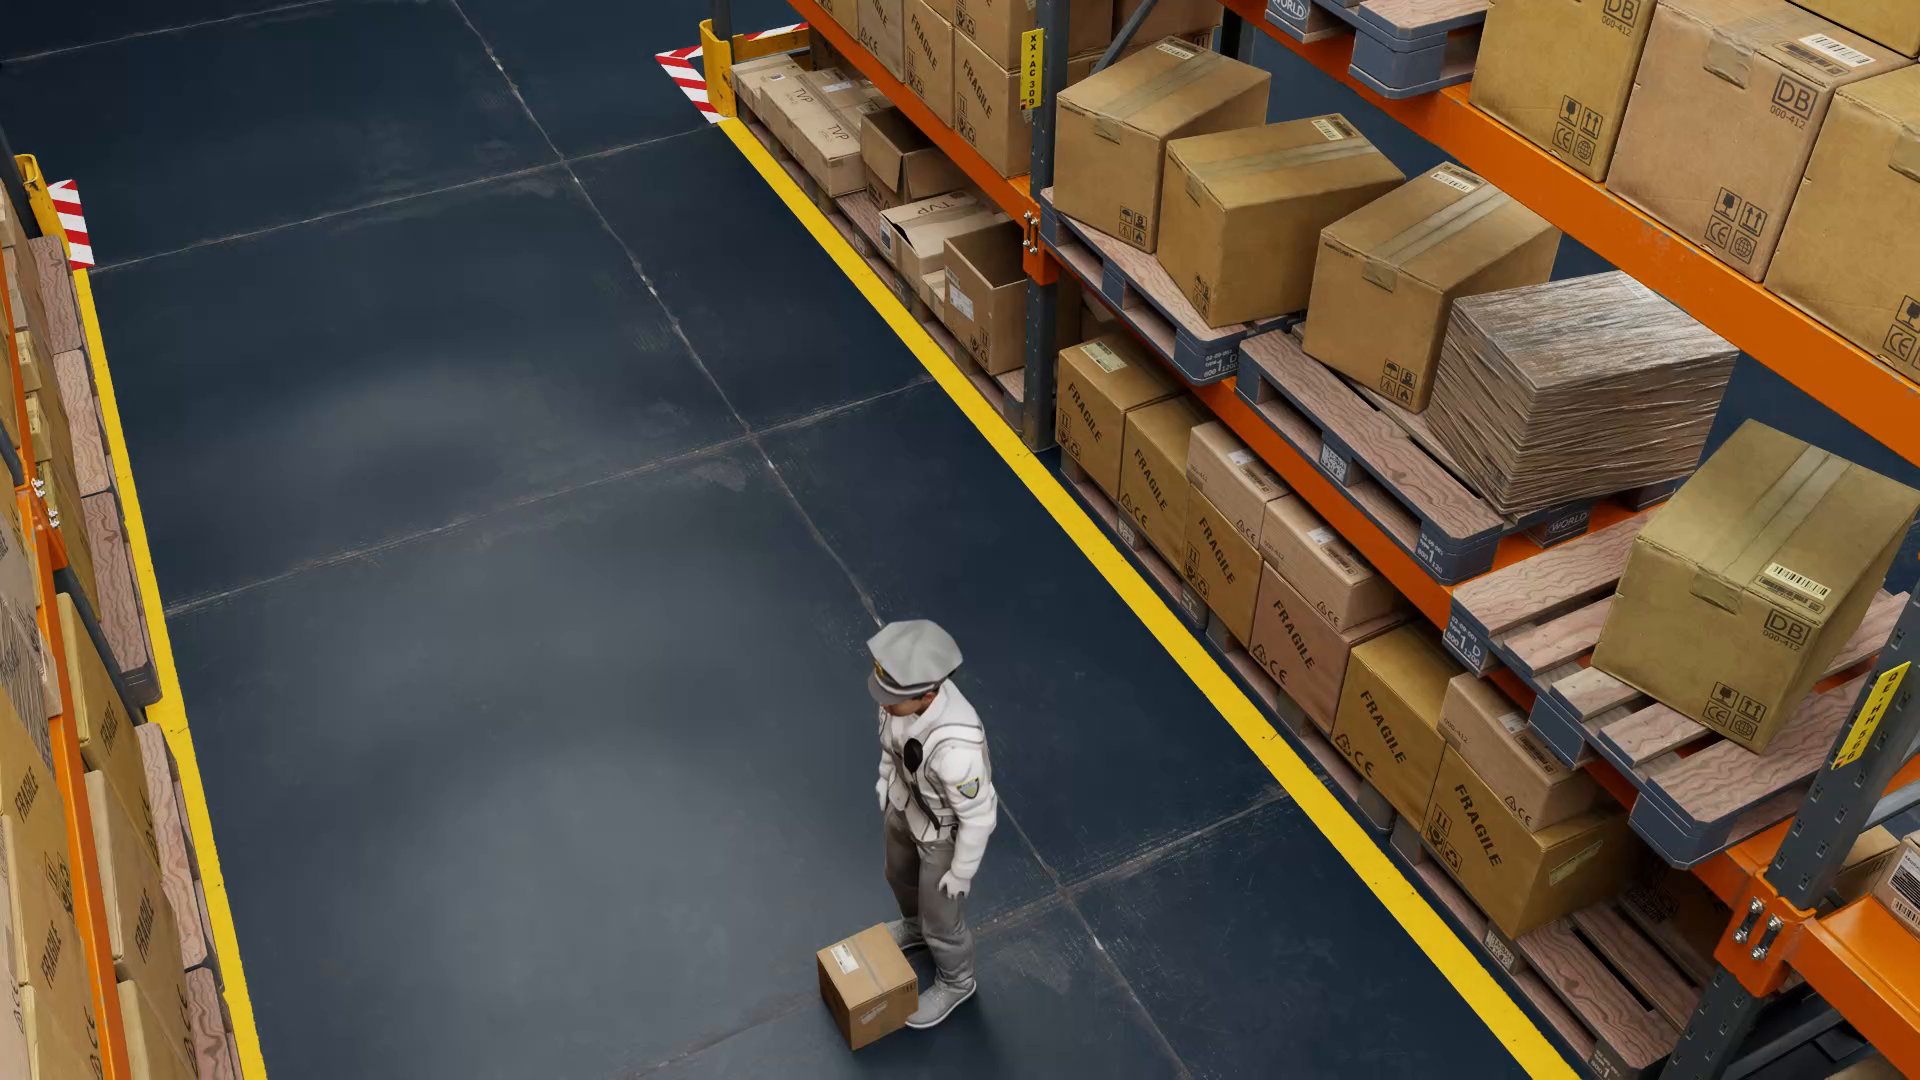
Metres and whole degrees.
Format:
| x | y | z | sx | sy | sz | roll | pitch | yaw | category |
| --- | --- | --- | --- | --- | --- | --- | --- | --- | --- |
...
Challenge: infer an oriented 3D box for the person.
| x | y | z | sx | sy | sz | roll | pitch | yaw | category |
| --- | --- | --- | --- | --- | --- | --- | --- | --- | --- |
| -0.094 | 0.879 | 5.164 | 0.373 | 1.662 | 0.524 | -21 | 46 | -22 | person |
